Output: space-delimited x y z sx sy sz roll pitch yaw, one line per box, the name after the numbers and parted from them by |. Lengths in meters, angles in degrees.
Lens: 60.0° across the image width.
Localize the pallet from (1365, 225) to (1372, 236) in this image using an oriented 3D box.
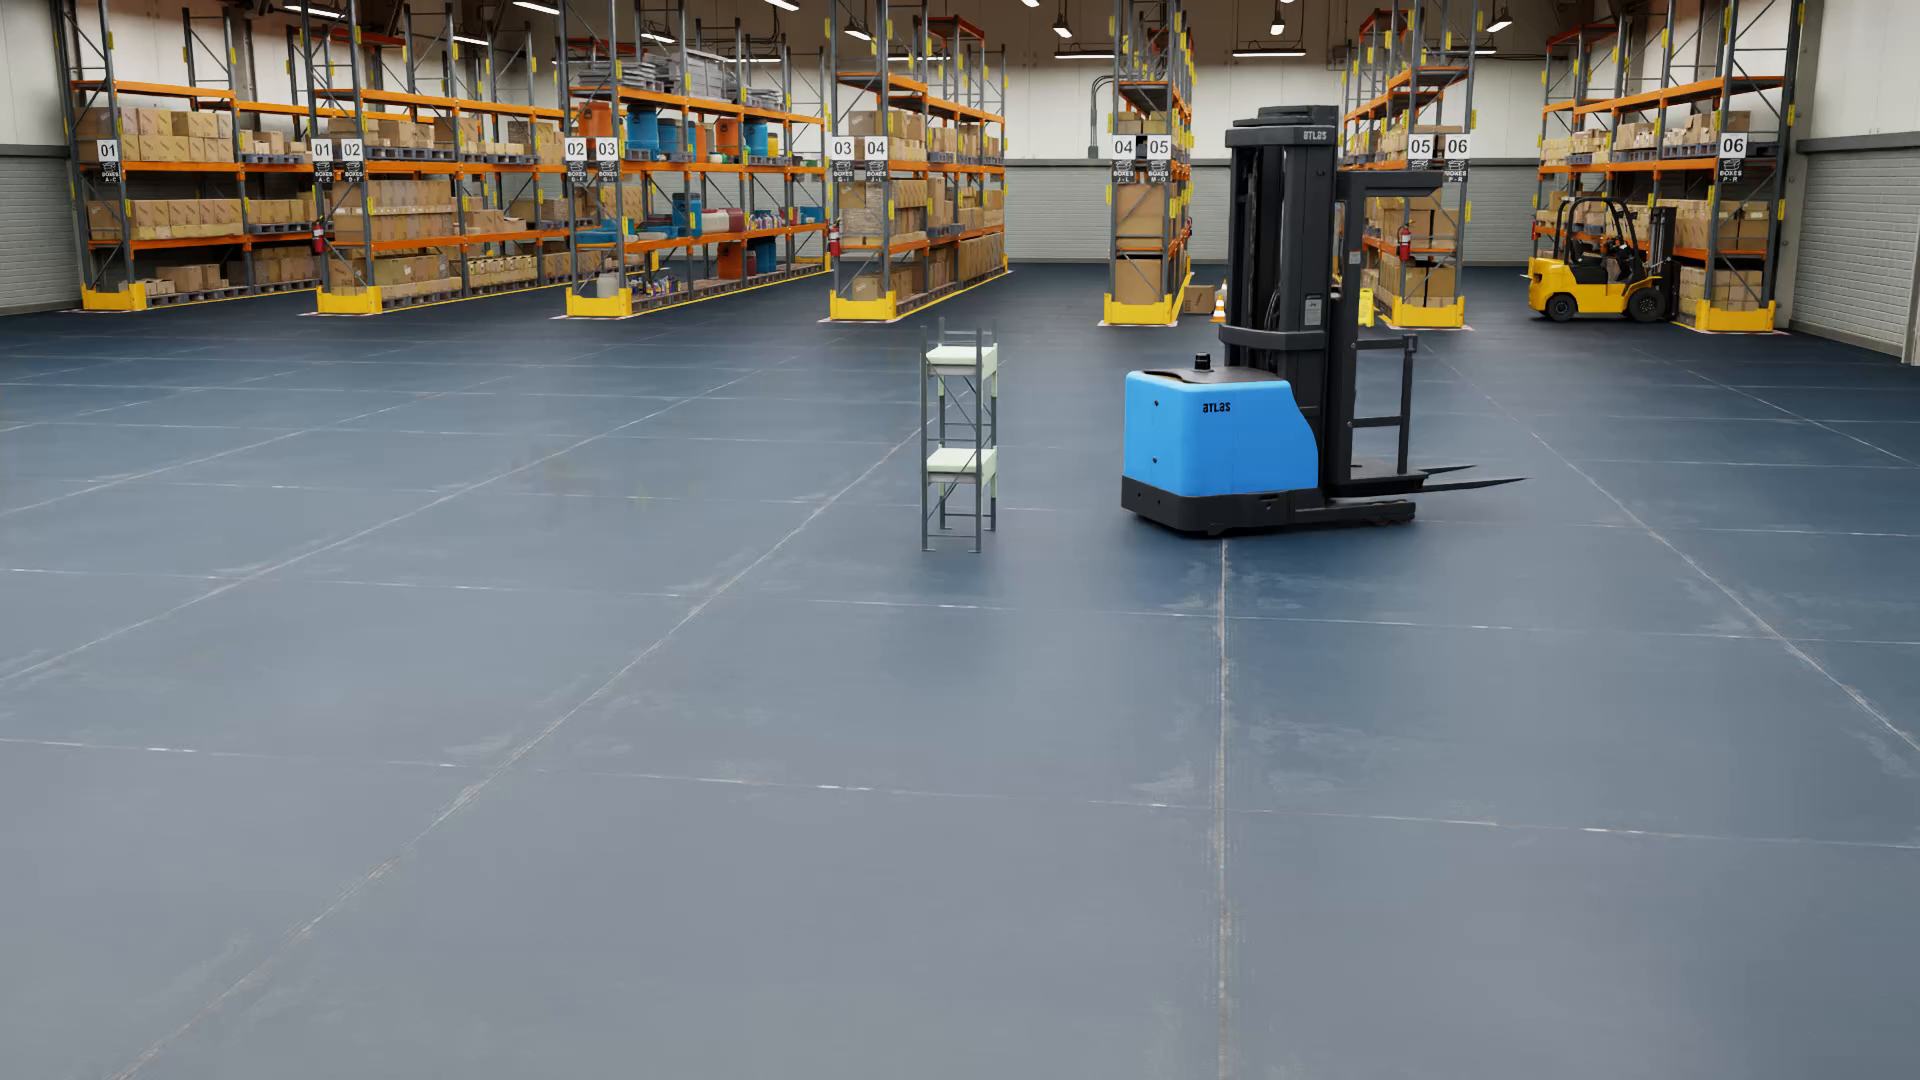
9.254 -6.563 35.283 1.213 0.211 1.003 2 12 9 | pallet

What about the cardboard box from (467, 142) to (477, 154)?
-10.750 -8.460 35.866 0.500 0.250 0.500 1 12 3 | cardboard box

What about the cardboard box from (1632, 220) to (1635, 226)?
13.528 -6.311 32.827 0.500 0.250 0.500 2 12 10 | cardboard box

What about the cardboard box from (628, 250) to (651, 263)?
-8.931 -7.989 46.332 0.500 0.500 0.500 2 12 9 | cardboard box

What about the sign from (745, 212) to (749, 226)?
-4.883 -7.354 38.108 0.100 0.325 0.005 2 12 9 | sign

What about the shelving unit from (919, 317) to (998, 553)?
-0.001 -0.732 11.329 0.431 1.500 0.755 2 12 9 | shelving unit

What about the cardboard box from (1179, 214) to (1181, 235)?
4.470 -6.791 35.646 0.500 0.500 0.500 2 12 9 | cardboard box

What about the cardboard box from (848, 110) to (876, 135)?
-1.775 -7.700 30.854 0.500 0.500 0.500 2 12 9 | cardboard box

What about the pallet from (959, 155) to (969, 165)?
-0.487 -8.640 37.791 1.213 0.211 1.003 2 12 11 | pallet

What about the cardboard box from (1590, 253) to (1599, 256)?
14.208 -6.277 36.895 0.380 0.149 0.250 2 12 8 | cardboard box

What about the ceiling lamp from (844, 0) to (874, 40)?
-2.175 -13.645 39.591 0.800 3.185 2.000 2 12 9 | ceiling lamp

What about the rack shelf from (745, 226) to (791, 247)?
-5.120 -7.355 40.209 1.077 0.370 4.000 2 12 9 | rack shelf

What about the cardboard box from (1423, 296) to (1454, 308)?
8.426 -4.163 29.222 0.500 0.250 0.500 2 12 8 | cardboard box

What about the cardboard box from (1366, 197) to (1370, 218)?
8.961 -7.122 35.481 0.500 0.500 0.500 2 12 7 | cardboard box

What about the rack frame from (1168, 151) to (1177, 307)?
3.737 -6.115 32.750 1.000 3.000 0.127 2 12 9 | rack frame

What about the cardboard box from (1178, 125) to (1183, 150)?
4.361 -8.346 34.511 0.500 0.500 0.500 2 12 9 | cardboard box

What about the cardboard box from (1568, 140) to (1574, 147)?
14.300 -9.176 38.490 0.380 0.149 0.250 2 12 10 | cardboard box

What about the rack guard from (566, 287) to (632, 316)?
-6.692 -4.420 30.818 1.175 0.500 0.348 2 12 9 | rack guard

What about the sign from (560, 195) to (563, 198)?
-10.243 -8.723 42.796 0.100 0.325 0.005 2 12 9 | sign

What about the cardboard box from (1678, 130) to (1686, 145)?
13.021 -7.172 29.616 0.396 0.266 0.258 2 12 7 | cardboard box

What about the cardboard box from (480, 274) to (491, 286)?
-10.550 -5.662 36.177 0.500 0.250 0.500 2 12 10 | cardboard box

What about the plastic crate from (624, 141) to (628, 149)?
-6.662 -7.490 32.047 0.392 0.384 0.575 2 12 9 | plastic crate

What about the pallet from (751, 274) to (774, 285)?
-5.157 -6.346 40.438 1.003 0.211 1.213 2 12 9 | pallet

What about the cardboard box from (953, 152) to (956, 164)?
-0.364 -8.416 36.660 0.500 0.250 0.500 2 12 9 | cardboard box

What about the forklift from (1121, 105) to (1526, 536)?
2.762 -1.634 12.117 3.031 2.935 1.130 -5 13 -21 | forklift

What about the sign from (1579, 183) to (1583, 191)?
15.940 -9.012 42.693 0.100 0.325 0.005 2 12 9 | sign

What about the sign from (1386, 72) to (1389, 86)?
11.023 -11.881 42.860 0.100 0.325 0.005 2 12 9 | sign

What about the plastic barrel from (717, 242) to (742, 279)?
-5.369 -6.537 38.861 0.600 0.830 0.708 2 12 9 | plastic barrel

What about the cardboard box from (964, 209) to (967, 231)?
-0.113 -7.378 38.373 0.500 0.500 0.500 2 12 7 | cardboard box

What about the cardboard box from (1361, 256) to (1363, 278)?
9.588 -6.302 37.662 0.875 0.875 0.875 2 12 9 | cardboard box

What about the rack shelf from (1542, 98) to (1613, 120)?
15.087 -10.477 40.464 1.077 0.370 4.000 2 12 9 | rack shelf

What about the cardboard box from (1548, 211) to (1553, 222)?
14.849 -7.983 41.064 0.500 0.250 0.500 2 12 7 | cardboard box

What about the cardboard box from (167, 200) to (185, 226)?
-15.905 -6.549 33.288 0.500 0.500 0.500 1 12 7 | cardboard box

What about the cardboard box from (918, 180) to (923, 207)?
-1.021 -6.773 32.487 0.500 0.500 0.500 2 12 9 | cardboard box

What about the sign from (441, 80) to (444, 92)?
-14.534 -12.763 46.761 0.100 0.325 0.005 2 12 9 | sign

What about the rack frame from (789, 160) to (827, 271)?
-4.197 -8.956 45.929 1.000 3.000 0.127 2 12 9 | rack frame

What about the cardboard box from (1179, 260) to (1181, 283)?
4.713 -6.070 37.477 0.500 0.500 0.500 1 12 6 | cardboard box

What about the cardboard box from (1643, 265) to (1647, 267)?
13.618 -4.969 32.072 0.875 0.625 0.625 2 12 11 | cardboard box

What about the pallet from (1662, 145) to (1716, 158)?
13.443 -7.061 30.226 1.003 0.211 1.213 2 12 9 | pallet

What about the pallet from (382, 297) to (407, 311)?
-11.475 -4.584 32.261 1.003 0.211 1.213 2 12 9 | pallet

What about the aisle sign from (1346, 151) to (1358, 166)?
10.214 -9.769 43.533 0.394 0.787 0.004 2 12 9 | aisle sign

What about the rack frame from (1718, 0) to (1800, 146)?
12.934 -7.916 26.865 1.000 3.000 0.127 2 12 9 | rack frame

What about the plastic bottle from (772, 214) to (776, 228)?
-4.630 -7.897 41.133 0.144 0.351 0.185 2 12 9 | plastic bottle

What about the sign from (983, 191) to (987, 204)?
0.620 -8.474 41.135 0.100 0.325 0.005 2 12 9 | sign

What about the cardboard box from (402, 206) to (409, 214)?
-11.082 -6.495 32.734 0.380 0.149 0.250 2 12 8 | cardboard box

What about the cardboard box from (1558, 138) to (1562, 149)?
14.775 -9.588 40.207 0.500 0.250 0.500 2 12 10 | cardboard box

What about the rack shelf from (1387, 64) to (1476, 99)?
8.336 -8.139 29.615 1.077 0.370 4.000 2 12 9 | rack shelf
